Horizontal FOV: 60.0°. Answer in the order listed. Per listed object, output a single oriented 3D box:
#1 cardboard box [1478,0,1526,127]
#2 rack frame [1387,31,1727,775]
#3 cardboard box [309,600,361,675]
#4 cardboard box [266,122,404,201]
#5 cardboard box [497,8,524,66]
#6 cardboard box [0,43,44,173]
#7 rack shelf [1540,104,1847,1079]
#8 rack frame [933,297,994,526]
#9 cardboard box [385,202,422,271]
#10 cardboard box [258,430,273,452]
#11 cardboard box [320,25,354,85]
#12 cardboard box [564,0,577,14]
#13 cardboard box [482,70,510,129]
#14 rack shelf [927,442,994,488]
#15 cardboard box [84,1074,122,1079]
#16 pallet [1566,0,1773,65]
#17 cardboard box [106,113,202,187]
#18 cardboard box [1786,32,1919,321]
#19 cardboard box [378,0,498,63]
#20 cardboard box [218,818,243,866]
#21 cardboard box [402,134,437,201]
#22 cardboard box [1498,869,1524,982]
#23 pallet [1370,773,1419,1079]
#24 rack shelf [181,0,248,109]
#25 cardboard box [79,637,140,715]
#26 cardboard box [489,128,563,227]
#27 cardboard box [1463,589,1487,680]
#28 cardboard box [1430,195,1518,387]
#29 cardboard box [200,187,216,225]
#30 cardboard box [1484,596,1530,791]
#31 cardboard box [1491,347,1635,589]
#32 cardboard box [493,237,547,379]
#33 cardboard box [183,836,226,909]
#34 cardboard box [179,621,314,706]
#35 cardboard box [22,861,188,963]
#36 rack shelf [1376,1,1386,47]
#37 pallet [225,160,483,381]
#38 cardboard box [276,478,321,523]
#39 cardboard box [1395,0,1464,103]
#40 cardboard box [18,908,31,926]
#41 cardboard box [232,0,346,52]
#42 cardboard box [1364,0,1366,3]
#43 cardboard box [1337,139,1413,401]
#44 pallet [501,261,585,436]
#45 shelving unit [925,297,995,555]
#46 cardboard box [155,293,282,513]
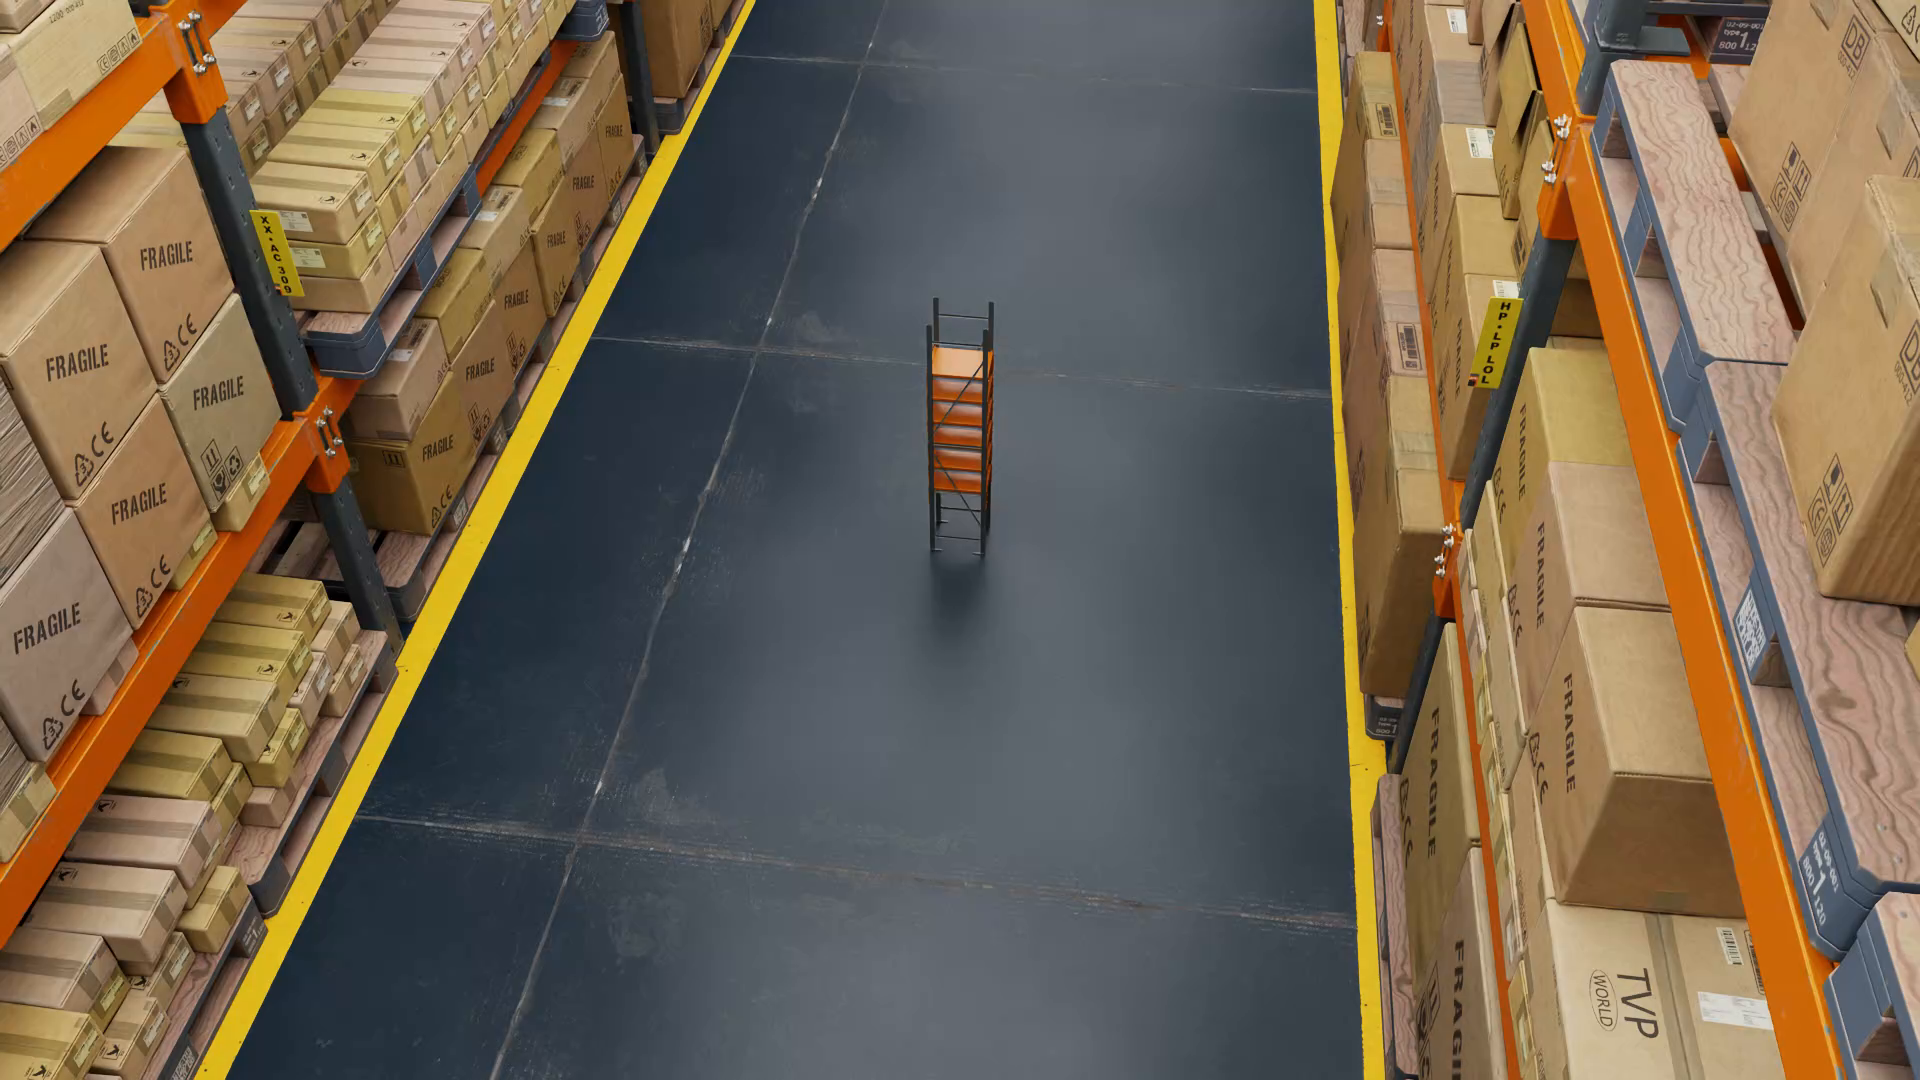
[{"bbox_3d":[2.369,-1.875,6.268,0.797,0.503,0.637,7,44,7],"label":"cardboard box"},{"bbox_3d":[2.124,-0.146,5.245,1.000,3.000,0.127,5,44,6],"label":"rack frame"},{"bbox_3d":[-2.505,0.352,6.270,0.380,0.149,0.250,6,44,6],"label":"cardboard box"},{"bbox_3d":[-2.240,-1.361,5.972,0.380,0.149,0.250,6,44,7],"label":"cardboard box"},{"bbox_3d":[-2.066,-2.128,6.999,0.380,0.149,0.250,4,44,5],"label":"cardboard box"},{"bbox_3d":[-2.653,-1.003,4.077,0.500,0.250,0.500,5,44,5],"label":"cardboard box"},{"bbox_3d":[1.860,0.389,3.022,1.077,0.370,4.000,5,44,6],"label":"rack shelf"},{"bbox_3d":[0.014,-0.508,6.936,0.240,1.200,0.006,5,44,6],"label":"rack frame"},{"bbox_3d":[-2.240,-1.144,6.176,0.380,0.149,0.250,6,44,6],"label":"cardboard box"},{"bbox_3d":[-2.584,-0.359,5.652,0.380,0.149,0.250,5,44,5],"label":"cardboard box"},{"bbox_3d":[-2.751,-2.023,6.888,0.380,0.149,0.250,5,44,6],"label":"cardboard box"},{"bbox_3d":[-1.964,-2.562,7.673,0.380,0.149,0.250,5,44,5],"label":"cardboard box"},{"bbox_3d":[-2.103,-1.845,6.916,0.380,0.149,0.250,5,44,5],"label":"cardboard box"},{"bbox_3d":[0.002,-0.326,6.983,0.258,0.103,0.180,5,44,6],"label":"rack shelf"},{"bbox_3d":[-2.741,1.750,5.010,0.380,0.149,0.250,3,44,3],"label":"cardboard box"},{"bbox_3d":[2.197,-1.796,4.944,0.805,0.209,1.217,4,44,4],"label":"pallet"},{"bbox_3d":[-2.884,-1.418,6.033,0.380,0.149,0.250,4,44,4],"label":"cardboard box"},{"bbox_3d":[2.005,-0.556,3.045,0.700,0.500,0.500,7,44,8],"label":"cardboard box"},{"bbox_3d":[-2.101,-2.051,6.702,0.380,0.149,0.250,7,44,7],"label":"cardboard box"},{"bbox_3d":[-2.736,1.039,5.762,0.380,0.149,0.250,4,44,4],"label":"cardboard box"},{"bbox_3d":[-2.205,-1.415,6.246,0.380,0.149,0.250,6,44,7],"label":"cardboard box"},{"bbox_3d":[1.585,0.999,4.218,0.380,0.149,0.250,6,44,6],"label":"cardboard box"},{"bbox_3d":[1.946,1.377,5.664,1.003,0.211,1.213,5,44,6],"label":"pallet"},{"bbox_3d":[-2.514,-2.857,6.450,1.077,0.370,4.000,5,44,6],"label":"rack shelf"},{"bbox_3d":[-2.670,0.364,4.888,0.380,0.149,0.250,4,44,4],"label":"cardboard box"},{"bbox_3d":[-2.219,-1.729,7.884,0.500,0.250,0.500,6,44,6],"label":"cardboard box"},{"bbox_3d":[1.721,0.295,4.962,0.380,0.149,0.250,4,44,4],"label":"cardboard box"},{"bbox_3d":[1.988,-0.863,5.929,0.500,0.500,0.500,7,44,7],"label":"cardboard box"},{"bbox_3d":[-2.888,-1.304,6.129,0.380,0.149,0.250,6,44,6],"label":"cardboard box"},{"bbox_3d":[1.732,0.435,4.524,0.500,0.250,0.500,5,44,5],"label":"cardboard box"},{"bbox_3d":[1.808,-0.169,4.617,0.500,0.500,0.500,5,44,6],"label":"cardboard box"},{"bbox_3d":[-2.294,-1.110,7.775,0.500,0.500,0.500,6,44,6],"label":"cardboard box"},{"bbox_3d":[-2.691,1.059,5.524,0.380,0.149,0.250,6,44,7],"label":"cardboard box"},{"bbox_3d":[-2.562,0.444,5.957,0.380,0.149,0.250,6,44,6],"label":"cardboard box"},{"bbox_3d":[-2.667,1.162,5.198,0.380,0.149,0.250,4,44,4],"label":"cardboard box"},{"bbox_3d":[2.918,-3.974,9.811,1.077,0.370,4.000,5,44,6],"label":"rack shelf"},{"bbox_3d":[-2.533,-1.104,6.396,1.003,0.211,1.213,5,44,6],"label":"pallet"},{"bbox_3d":[-2.931,-0.438,7.066,0.500,0.500,0.500,4,44,5],"label":"cardboard box"},{"bbox_3d":[2.253,-2.251,7.395,0.500,0.500,0.500,4,44,4],"label":"cardboard box"},{"bbox_3d":[-3.277,1.323,5.461,0.380,0.149,0.250,4,44,4],"label":"cardboard box"},{"bbox_3d":[-2.746,-2.123,6.777,0.380,0.149,0.250,3,44,4],"label":"cardboard box"},{"bbox_3d":[2.924,-3.730,10.527,0.700,0.500,0.500,2,43,2],"label":"cardboard box"},{"bbox_3d":[2.416,-1.178,7.575,1.225,0.875,0.875,5,44,6],"label":"cardboard box"},{"bbox_3d":[-2.518,-1.018,8.194,1.003,0.211,1.213,5,44,6],"label":"pallet"},{"bbox_3d":[0.002,-0.446,6.870,0.258,1.200,0.189,5,44,6],"label":"shelving unit"},{"bbox_3d":[-2.563,-0.455,5.282,0.500,0.500,0.500,5,44,6],"label":"cardboard box"}]
